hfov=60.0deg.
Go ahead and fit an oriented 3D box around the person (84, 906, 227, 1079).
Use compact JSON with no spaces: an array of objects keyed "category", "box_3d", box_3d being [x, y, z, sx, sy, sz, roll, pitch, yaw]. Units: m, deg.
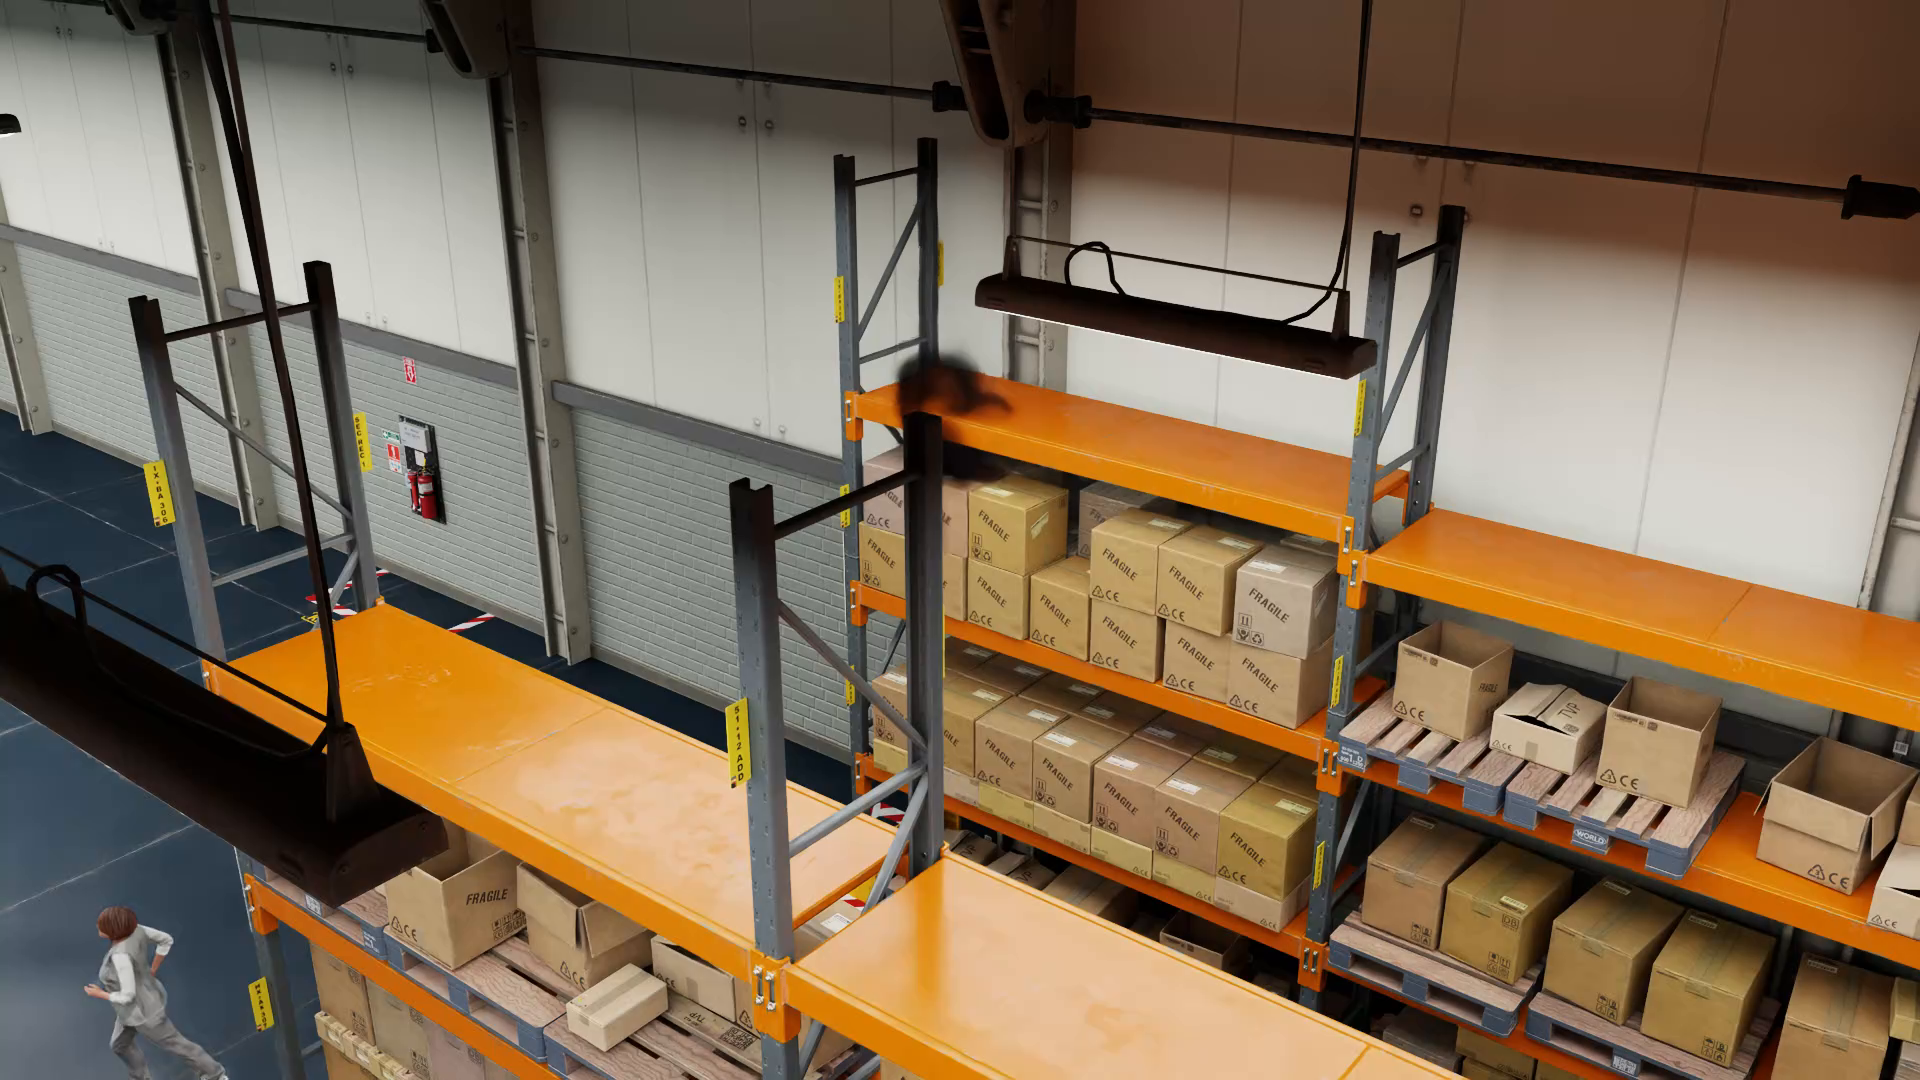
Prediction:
[{"category":"person","box_3d":[-5.224,3.094,10.772,0.695,1.552,0.530,-9,24,-19]}]
